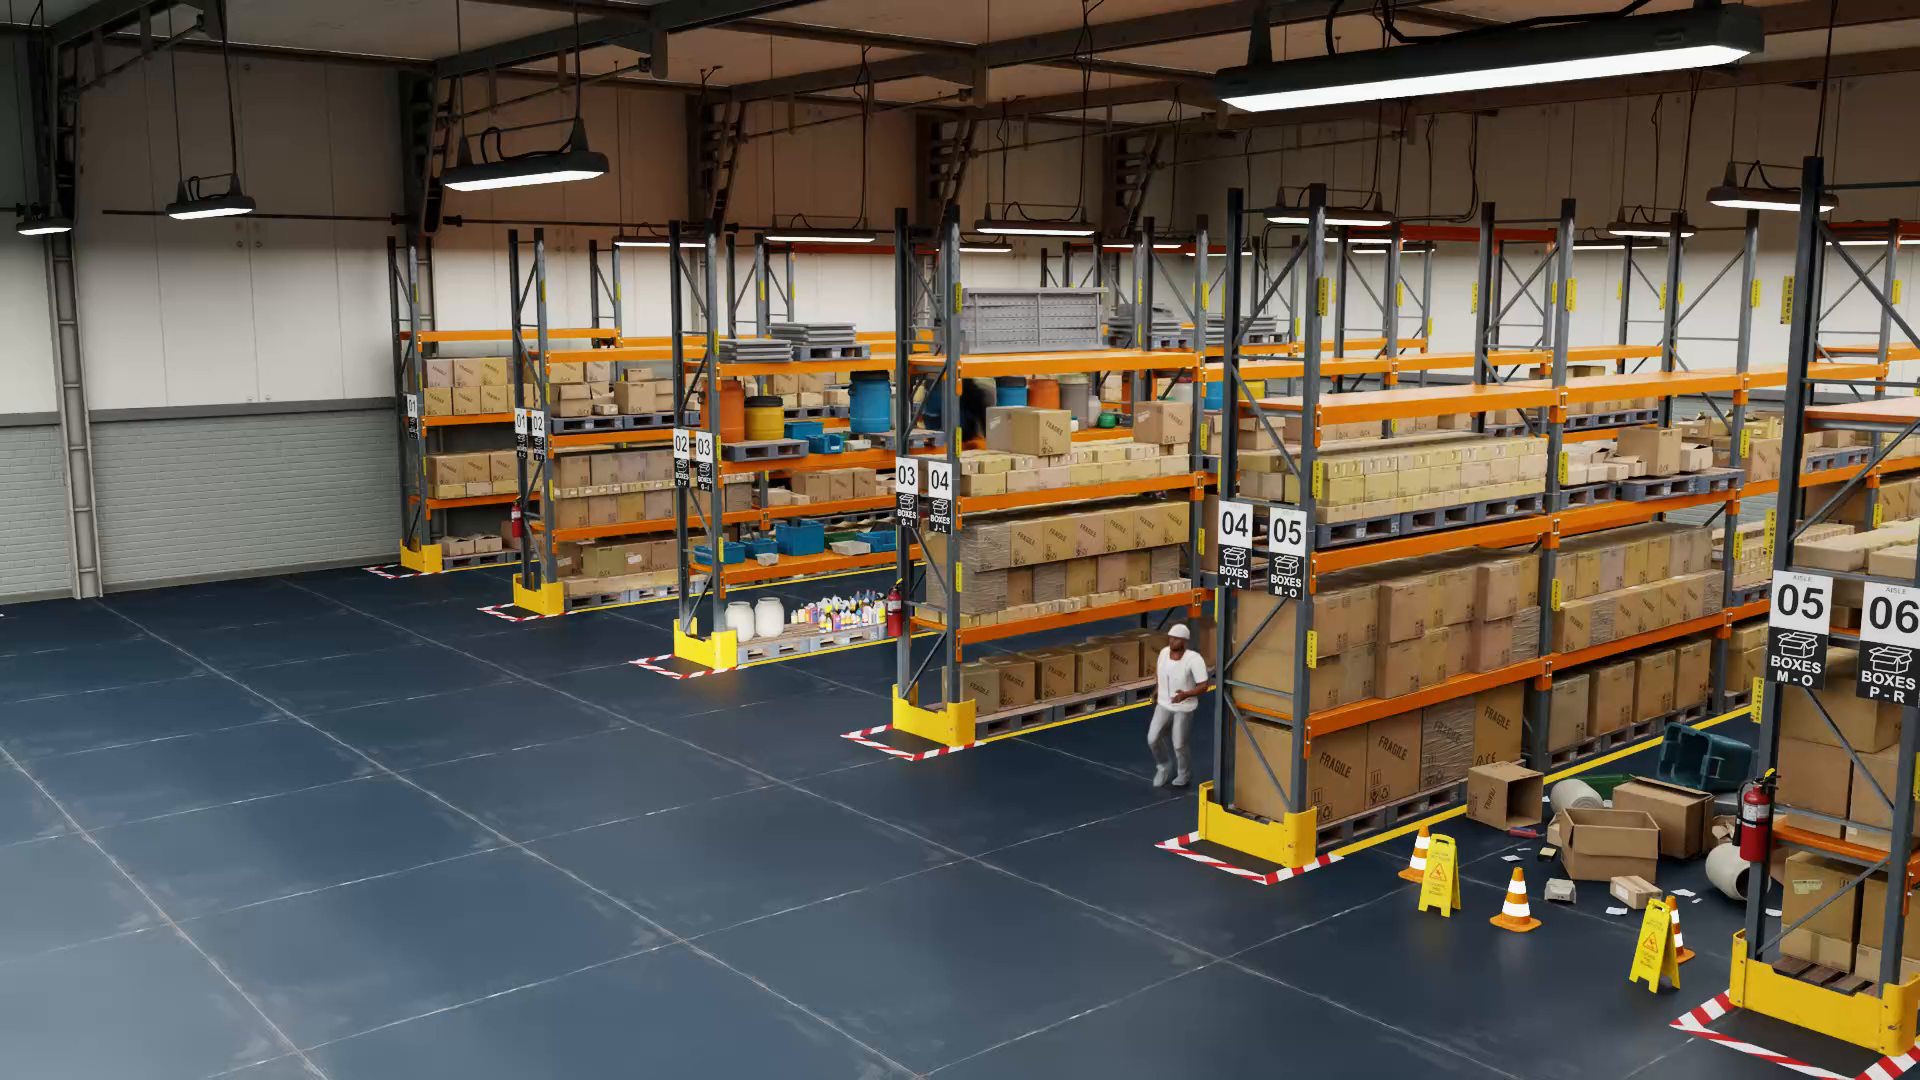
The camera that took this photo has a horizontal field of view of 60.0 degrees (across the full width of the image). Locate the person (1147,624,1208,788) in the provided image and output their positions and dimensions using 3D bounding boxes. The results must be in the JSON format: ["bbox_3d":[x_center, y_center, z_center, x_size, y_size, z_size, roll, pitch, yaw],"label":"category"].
[{"bbox_3d":[2.202,1.714,16.994,0.697,1.753,0.667,6,11,36],"label":"person"}]
